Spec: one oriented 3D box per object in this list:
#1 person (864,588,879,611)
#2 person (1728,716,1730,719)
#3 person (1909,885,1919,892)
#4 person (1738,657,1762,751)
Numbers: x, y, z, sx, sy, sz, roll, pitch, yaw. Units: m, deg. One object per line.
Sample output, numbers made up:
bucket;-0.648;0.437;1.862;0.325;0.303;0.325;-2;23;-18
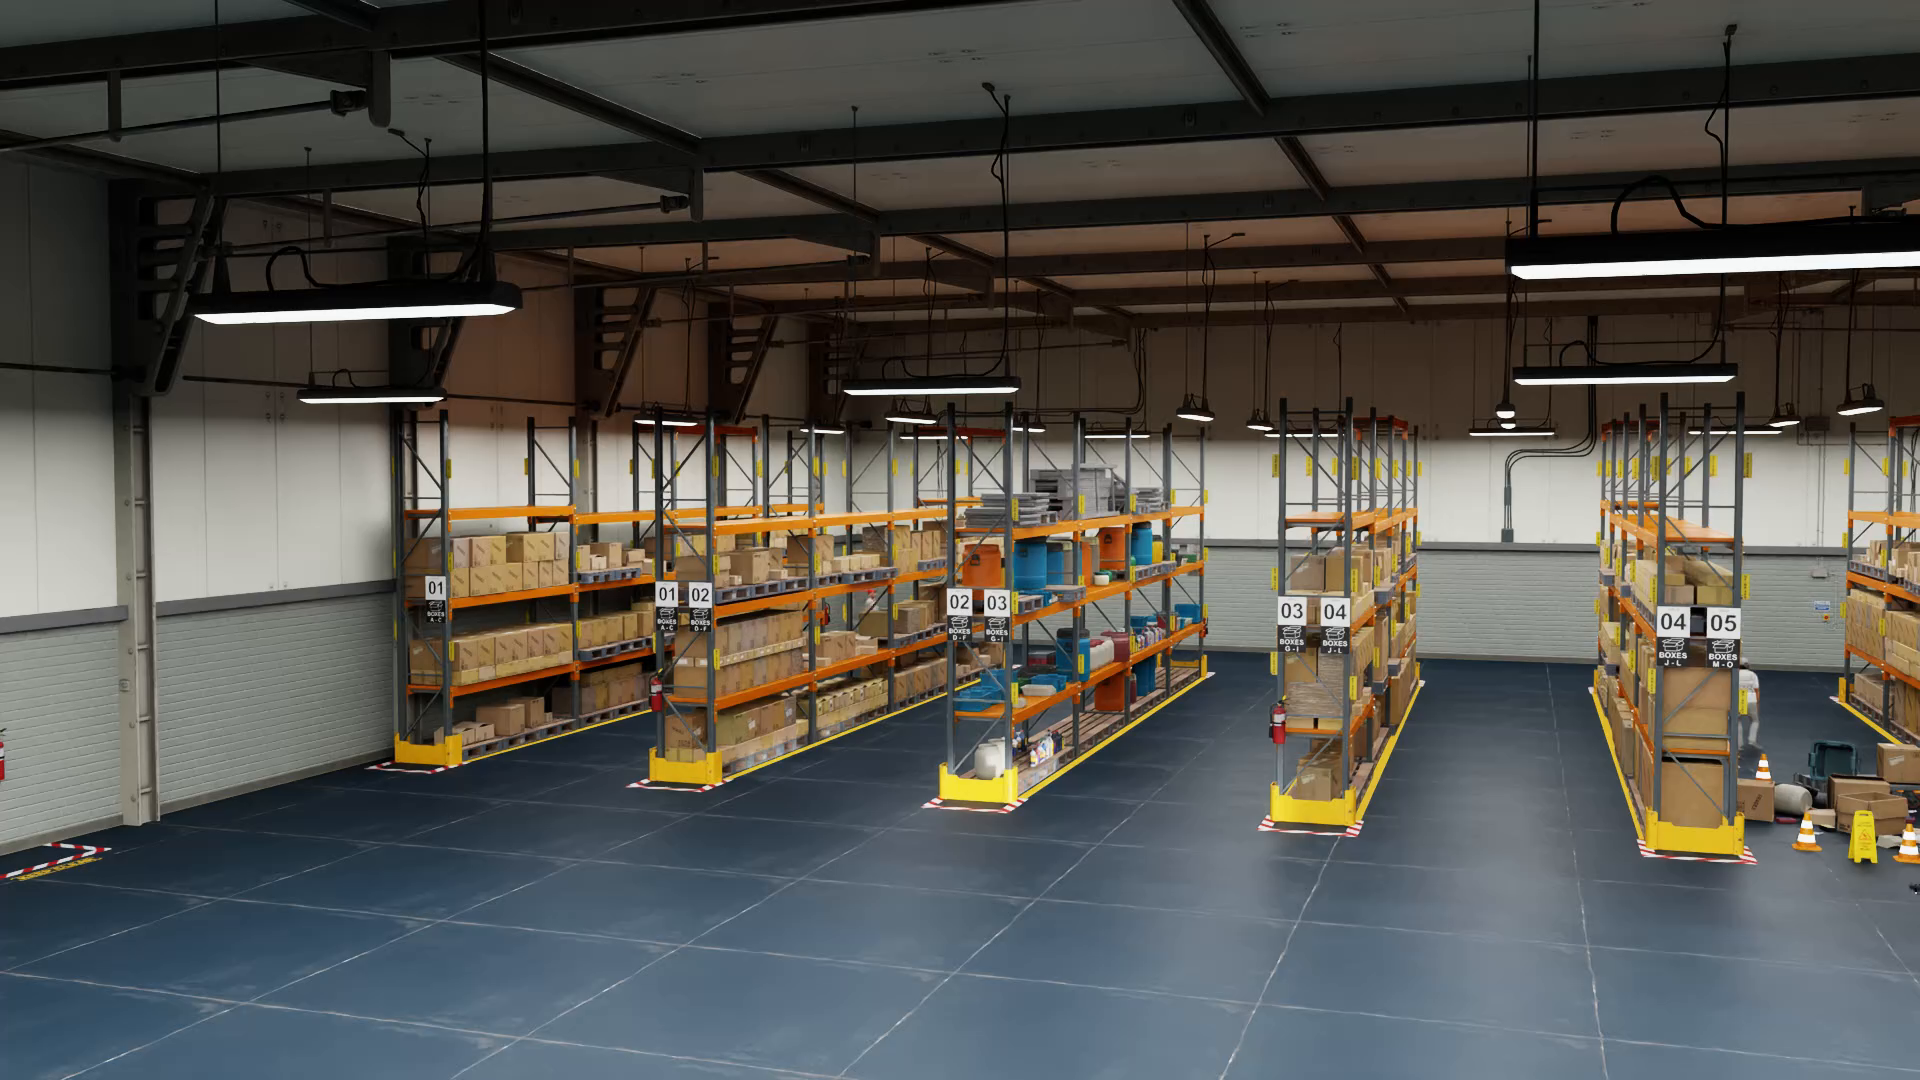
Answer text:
person;-2.434;2.182;44.992;0.832;1.771;0.511;1;3;15
person;14.979;2.805;32.901;0.462;1.583;0.480;1;3;19
person;11.671;3.319;19.447;0.999;1.686;0.543;1;3;19
person;13.911;2.915;29.459;0.530;1.660;0.522;1;3;17
